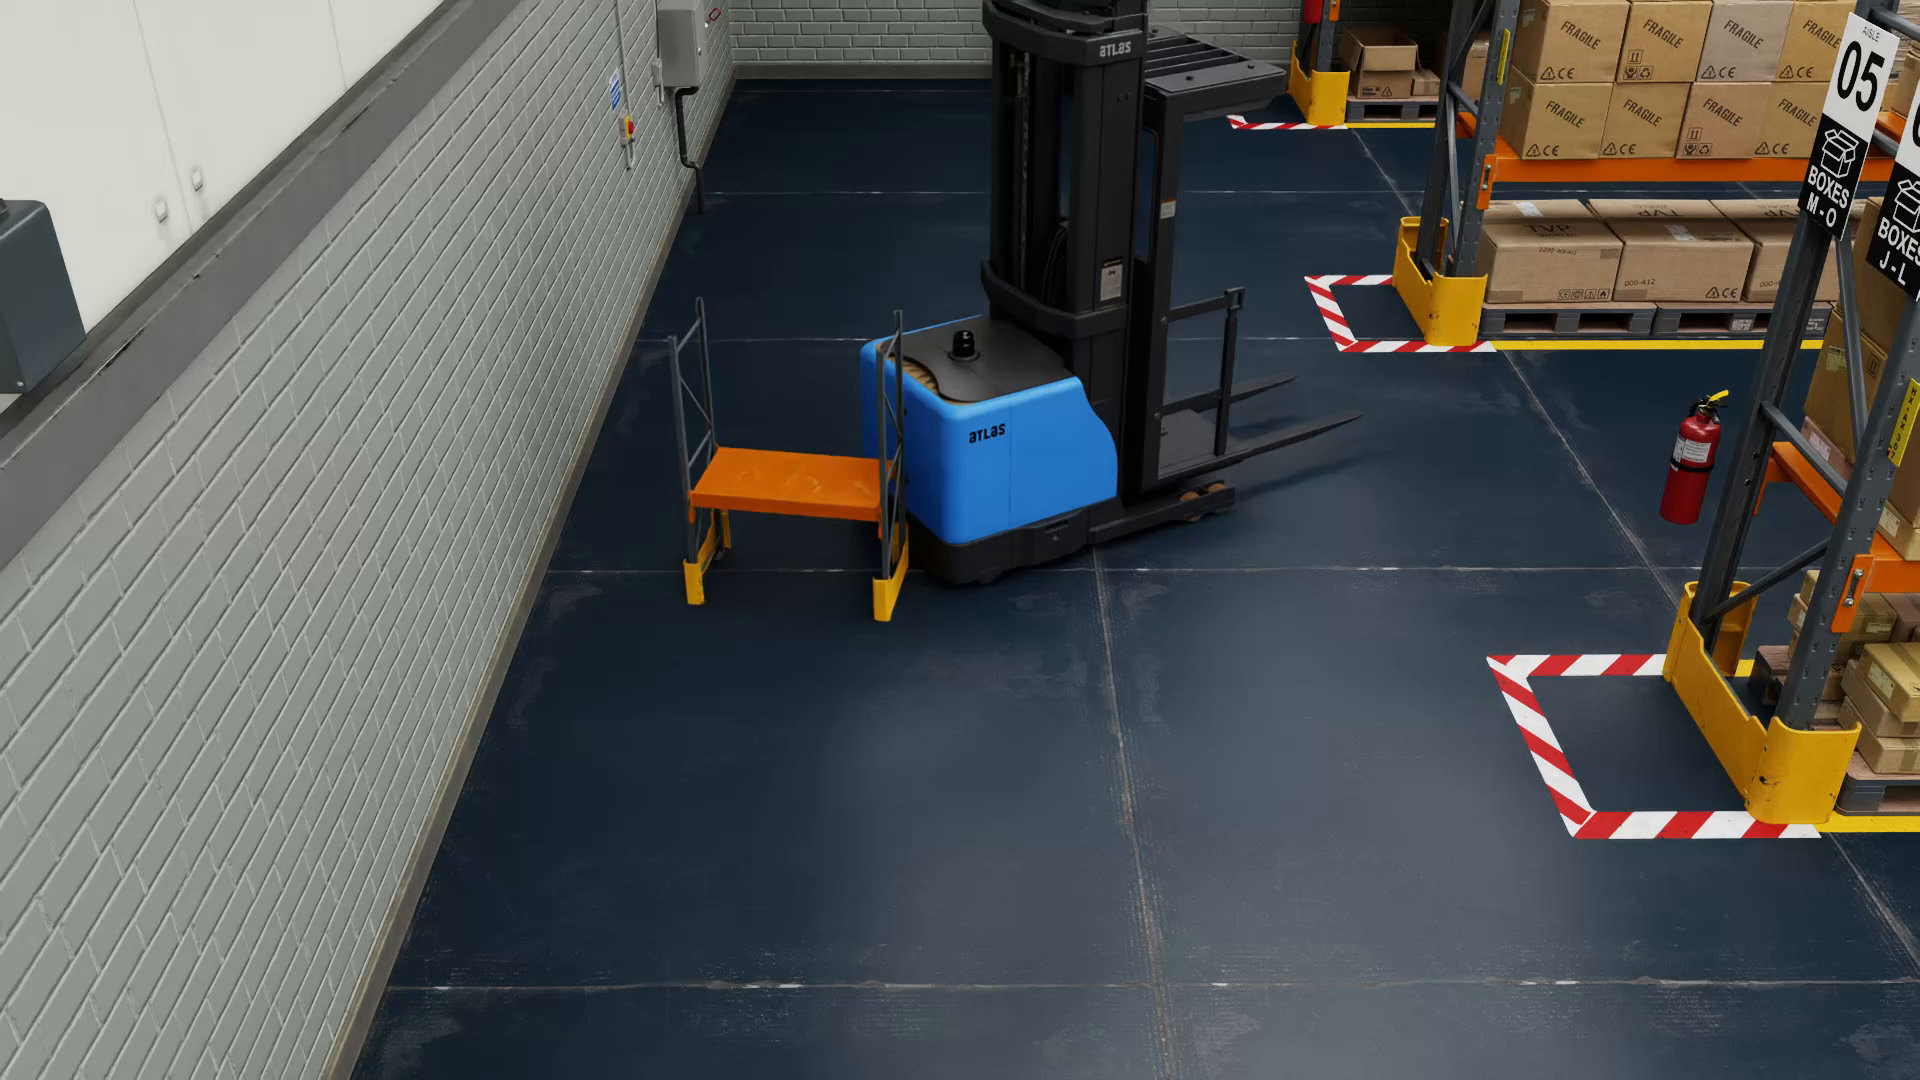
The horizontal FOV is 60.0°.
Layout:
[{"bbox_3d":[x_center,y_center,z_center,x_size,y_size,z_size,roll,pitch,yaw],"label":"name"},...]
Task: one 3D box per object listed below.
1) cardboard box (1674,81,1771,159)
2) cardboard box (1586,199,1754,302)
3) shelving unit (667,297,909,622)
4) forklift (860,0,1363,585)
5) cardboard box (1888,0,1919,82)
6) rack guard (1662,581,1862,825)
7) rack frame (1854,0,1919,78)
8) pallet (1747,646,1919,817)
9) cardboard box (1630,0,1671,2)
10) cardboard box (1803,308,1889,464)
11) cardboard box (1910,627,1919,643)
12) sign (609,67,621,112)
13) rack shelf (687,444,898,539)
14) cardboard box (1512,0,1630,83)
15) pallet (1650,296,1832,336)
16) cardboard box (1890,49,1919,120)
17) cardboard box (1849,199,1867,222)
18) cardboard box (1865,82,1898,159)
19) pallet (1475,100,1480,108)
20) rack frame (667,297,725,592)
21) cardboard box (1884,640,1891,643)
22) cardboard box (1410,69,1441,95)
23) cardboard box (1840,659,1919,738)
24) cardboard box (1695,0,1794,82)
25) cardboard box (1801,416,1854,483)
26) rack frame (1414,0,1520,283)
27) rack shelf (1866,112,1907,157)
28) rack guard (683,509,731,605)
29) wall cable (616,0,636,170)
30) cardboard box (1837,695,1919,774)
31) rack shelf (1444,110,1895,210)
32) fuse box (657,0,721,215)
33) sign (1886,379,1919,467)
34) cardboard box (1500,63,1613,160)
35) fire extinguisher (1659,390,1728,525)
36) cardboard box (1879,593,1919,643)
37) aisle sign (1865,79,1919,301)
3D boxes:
[{"bbox_3d":[4.912,-2.823,10.915,0.500,0.500,0.500,0,31,-1],"label":"cardboard box"},{"bbox_3d":[4.991,-2.065,11.826,0.875,0.438,0.875,1,31,1],"label":"cardboard box"},{"bbox_3d":[-0.853,-0.412,8.483,1.083,1.500,0.587,5,32,8],"label":"shelving unit"},{"bbox_3d":[0.977,-1.573,9.018,3.031,2.935,1.130,-17,35,-26],"label":"forklift"},{"bbox_3d":[5.929,-3.253,10.660,0.500,0.500,0.500,0,31,0],"label":"cardboard box"},{"bbox_3d":[3.623,0.716,7.587,0.348,0.500,1.175,0,31,0],"label":"rack guard"},{"bbox_3d":[3.547,-2.917,5.382,0.127,3.000,1.000,0,31,0],"label":"rack frame"},{"bbox_3d":[4.436,0.856,7.636,1.213,0.211,1.003,0,31,0],"label":"pallet"},{"bbox_3d":[4.295,-3.503,10.447,0.250,0.149,0.380,1,31,1],"label":"cardboard box"},{"bbox_3d":[3.995,-0.657,7.058,0.500,0.500,0.500,0,31,1],"label":"cardboard box"},{"bbox_3d":[4.348,0.544,7.231,0.250,0.149,0.380,0,31,1],"label":"cardboard box"},{"bbox_3d":[-2.283,-2.980,11.009,0.001,0.218,0.327,0,31,0],"label":"sign"},{"bbox_3d":[-0.844,-0.257,8.575,1.000,0.185,0.538,5,32,8],"label":"rack shelf"},{"bbox_3d":[3.898,-3.243,10.643,0.500,0.500,0.500,-1,31,-1],"label":"cardboard box"},{"bbox_3d":[5.432,-1.773,11.968,1.213,0.211,1.003,0,31,0],"label":"pallet"},{"bbox_3d":[4.000,-1.709,6.428,0.500,0.250,0.500,-1,31,-1],"label":"cardboard box"},{"bbox_3d":[6.788,-2.070,11.835,0.875,0.438,0.875,-1,31,-1],"label":"cardboard box"},{"bbox_3d":[5.937,-2.827,10.921,0.500,0.500,0.500,-1,31,-1],"label":"cardboard box"},{"bbox_3d":[5.473,-4.307,16.146,1.213,0.211,1.003,0,31,0],"label":"pallet"},{"bbox_3d":[-1.346,-0.452,8.550,0.032,1.500,0.500,5,32,8],"label":"rack frame"},{"bbox_3d":[4.335,0.438,7.694,0.250,0.149,0.380,-1,31,-1],"label":"cardboard box"},{"bbox_3d":[4.420,-4.389,15.935,0.250,0.149,0.380,-1,31,-2],"label":"cardboard box"},{"bbox_3d":[4.073,0.692,7.275,0.250,0.149,0.380,1,31,2],"label":"cardboard box"},{"bbox_3d":[4.929,-3.254,10.661,0.500,0.500,0.500,0,31,-1],"label":"cardboard box"},{"bbox_3d":[3.871,-0.392,7.247,0.250,0.149,0.380,0,31,0],"label":"cardboard box"},{"bbox_3d":[3.416,-2.919,11.170,0.127,3.000,1.000,0,31,0],"label":"rack frame"},{"bbox_3d":[5.547,-1.333,6.357,4.000,0.370,1.077,0,31,0],"label":"rack shelf"},{"bbox_3d":[-1.345,0.082,8.874,0.087,0.250,0.587,5,32,8],"label":"rack guard"},{"bbox_3d":[-2.222,-3.337,10.849,0.123,1.953,0.585,0,31,0],"label":"wall cable"},{"bbox_3d":[4.073,0.852,7.298,0.250,0.149,0.380,0,31,1],"label":"cardboard box"},{"bbox_3d":[5.416,-2.618,11.367,4.000,0.370,1.077,0,31,0],"label":"rack shelf"},{"bbox_3d":[-2.089,-3.429,13.252,0.414,1.711,0.539,0,31,0],"label":"fuse box"},{"bbox_3d":[3.550,-0.441,6.250,0.005,0.325,0.100,0,31,0],"label":"sign"},{"bbox_3d":[3.898,-2.815,10.901,0.500,0.500,0.500,0,31,-1],"label":"cardboard box"},{"bbox_3d":[3.292,-0.398,7.448,0.183,0.674,0.296,0,31,0],"label":"fire extinguisher"},{"bbox_3d":[4.327,0.329,7.586,0.250,0.149,0.380,0,31,1],"label":"cardboard box"},{"bbox_3d":[3.476,-1.308,6.007,0.004,0.787,0.394,0,31,0],"label":"aisle sign"}]
